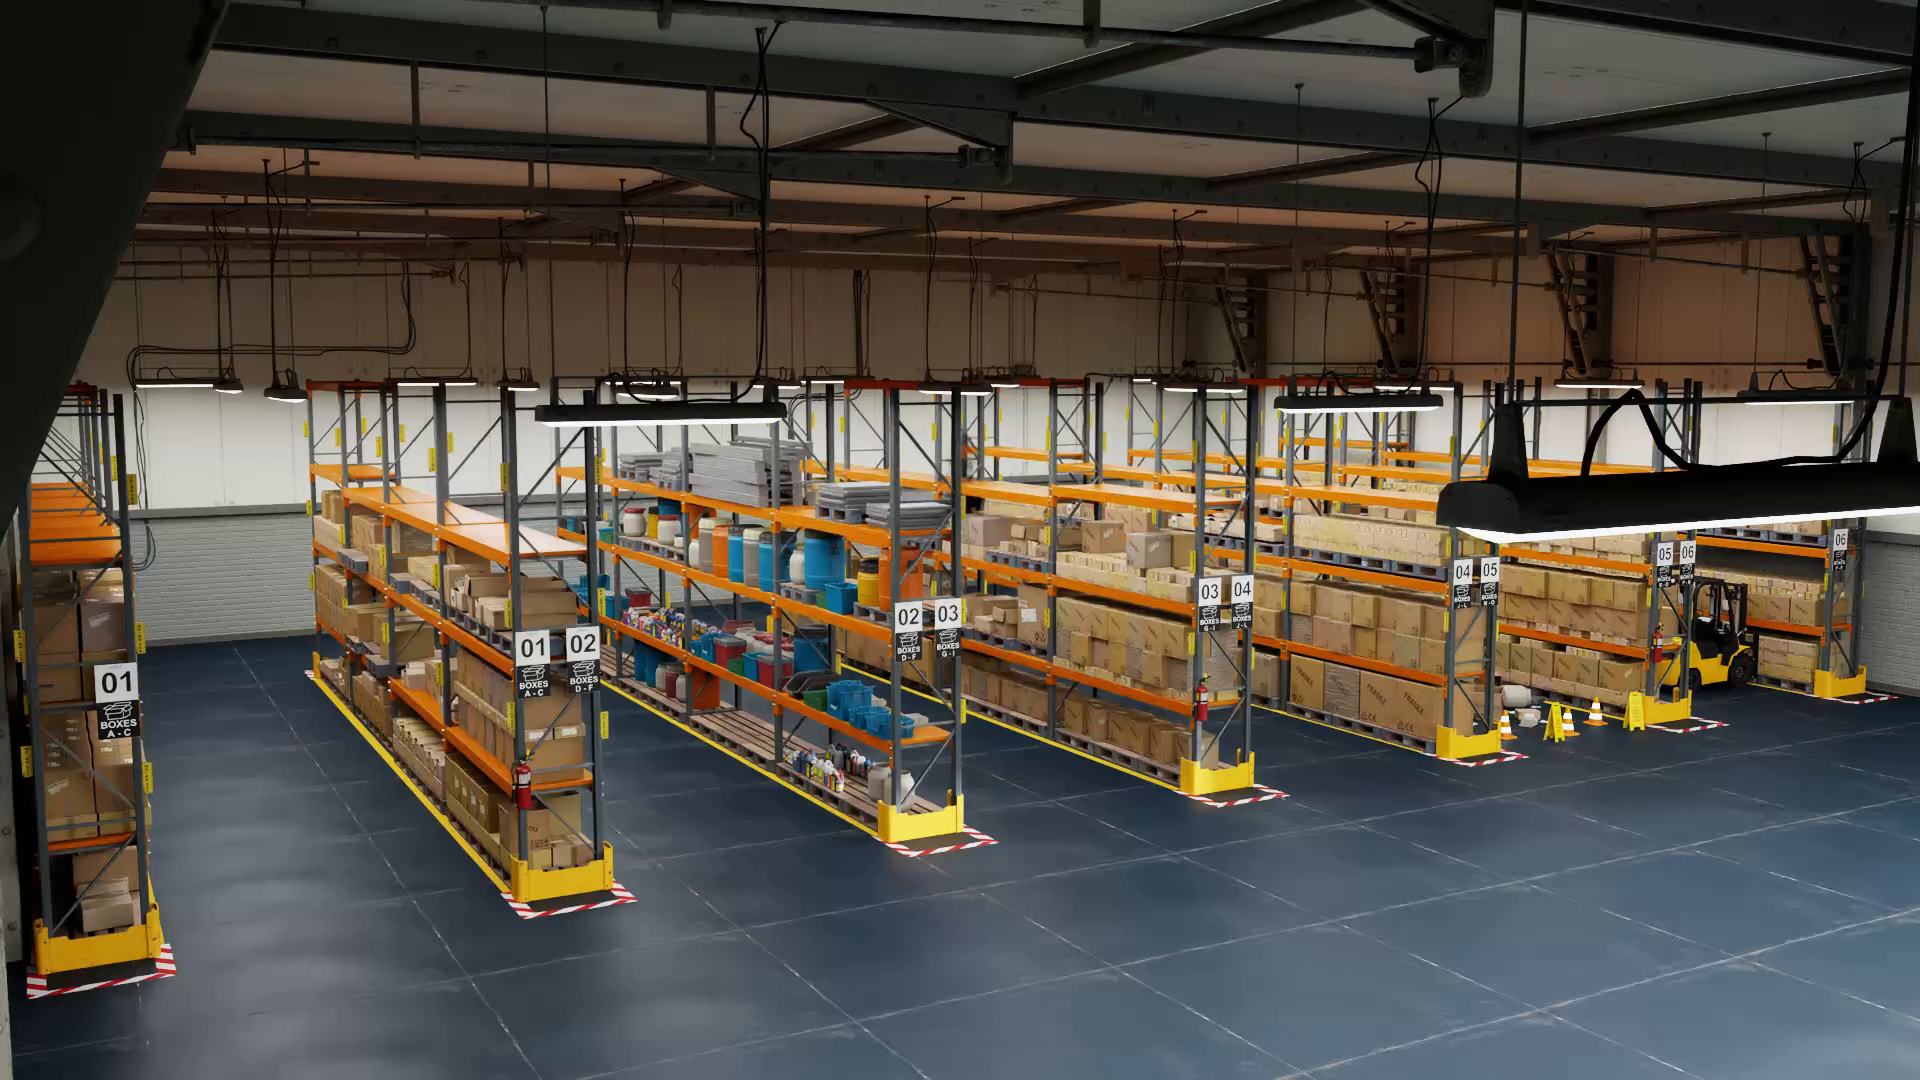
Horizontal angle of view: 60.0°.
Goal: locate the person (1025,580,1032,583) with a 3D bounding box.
[{"bbox_3d":[1.510,1.633,35.621,0.584,1.559,0.590,-3,7,-25],"label":"person"}]
